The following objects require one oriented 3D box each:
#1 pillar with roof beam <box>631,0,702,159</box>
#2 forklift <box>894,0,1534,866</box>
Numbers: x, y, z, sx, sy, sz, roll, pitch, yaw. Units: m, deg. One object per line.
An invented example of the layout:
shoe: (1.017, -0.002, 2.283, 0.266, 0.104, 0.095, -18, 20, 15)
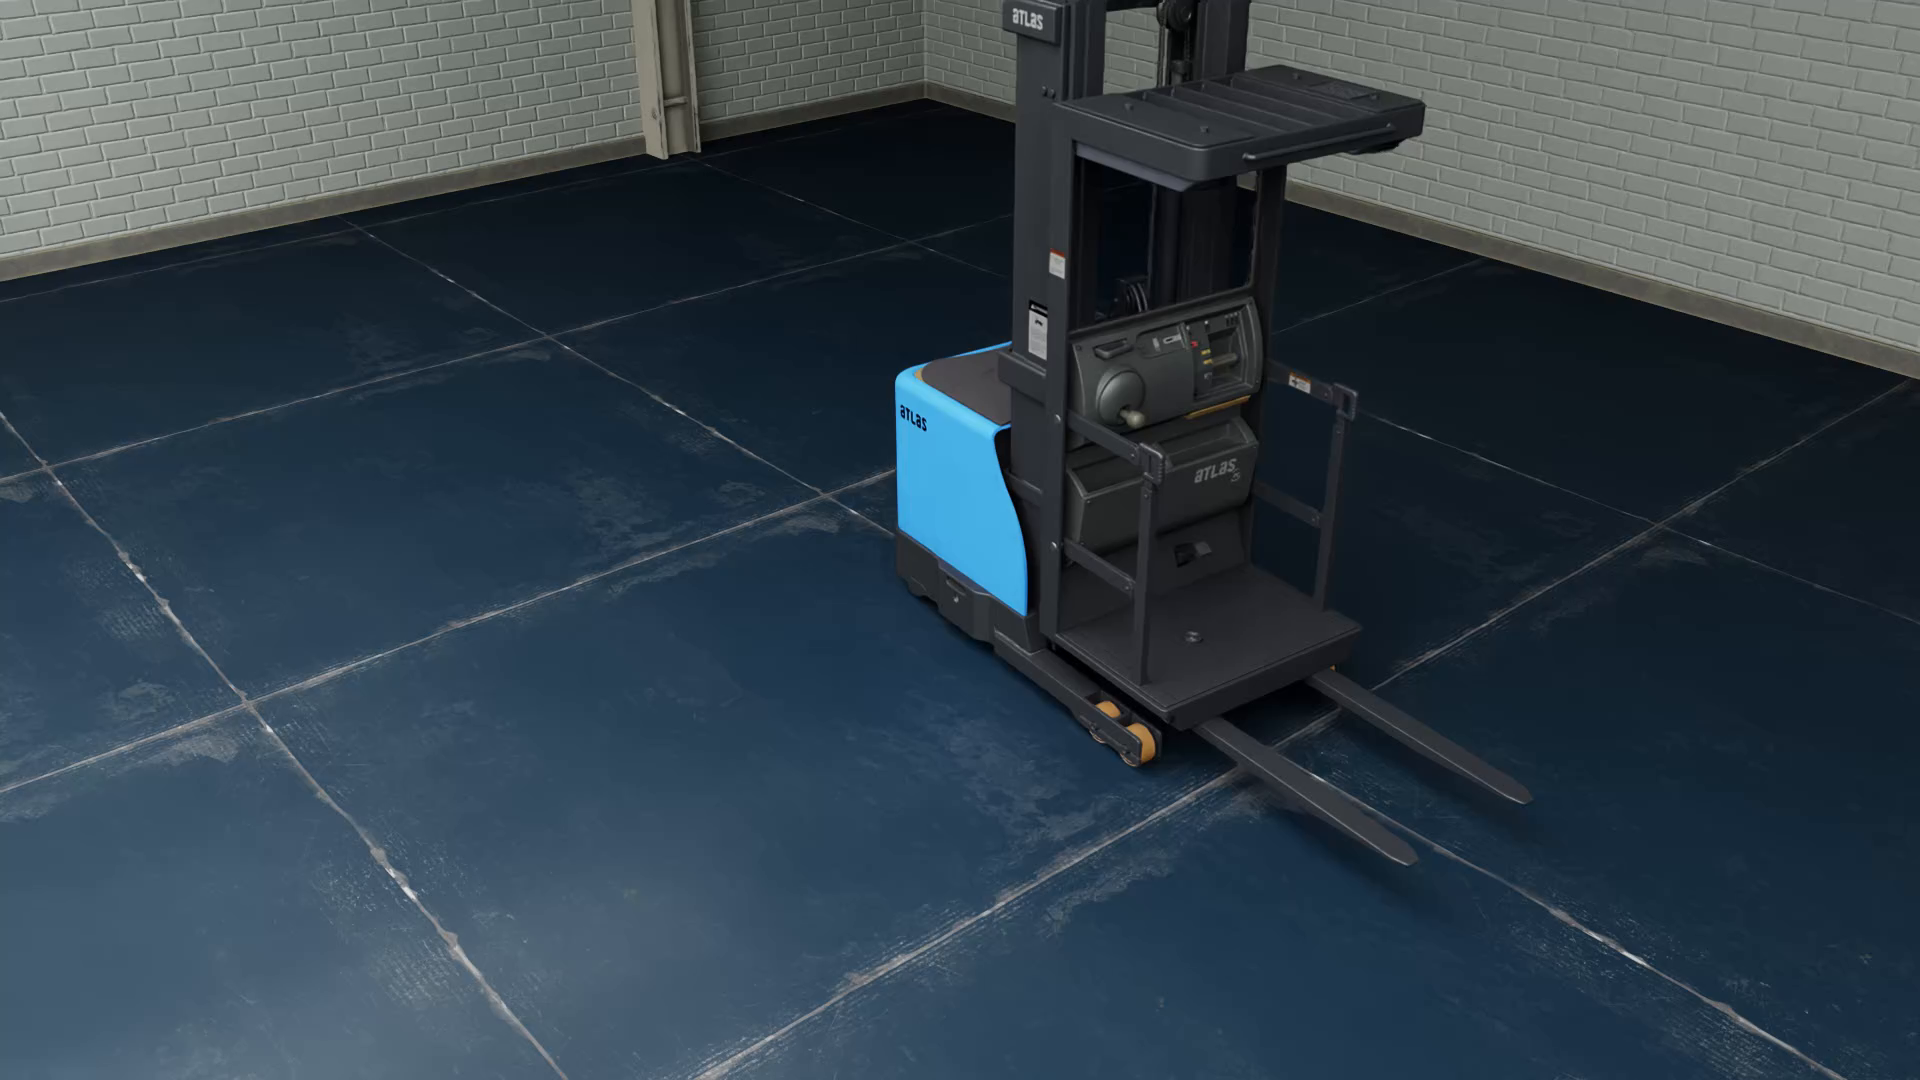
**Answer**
pillar with roof beam: (0.270, -5.841, 9.633, 0.400, 9.000, 9.100, -22, 35, -35)
forklift: (0.947, -0.657, 6.370, 1.130, 2.935, 3.031, -18, 33, -30)
